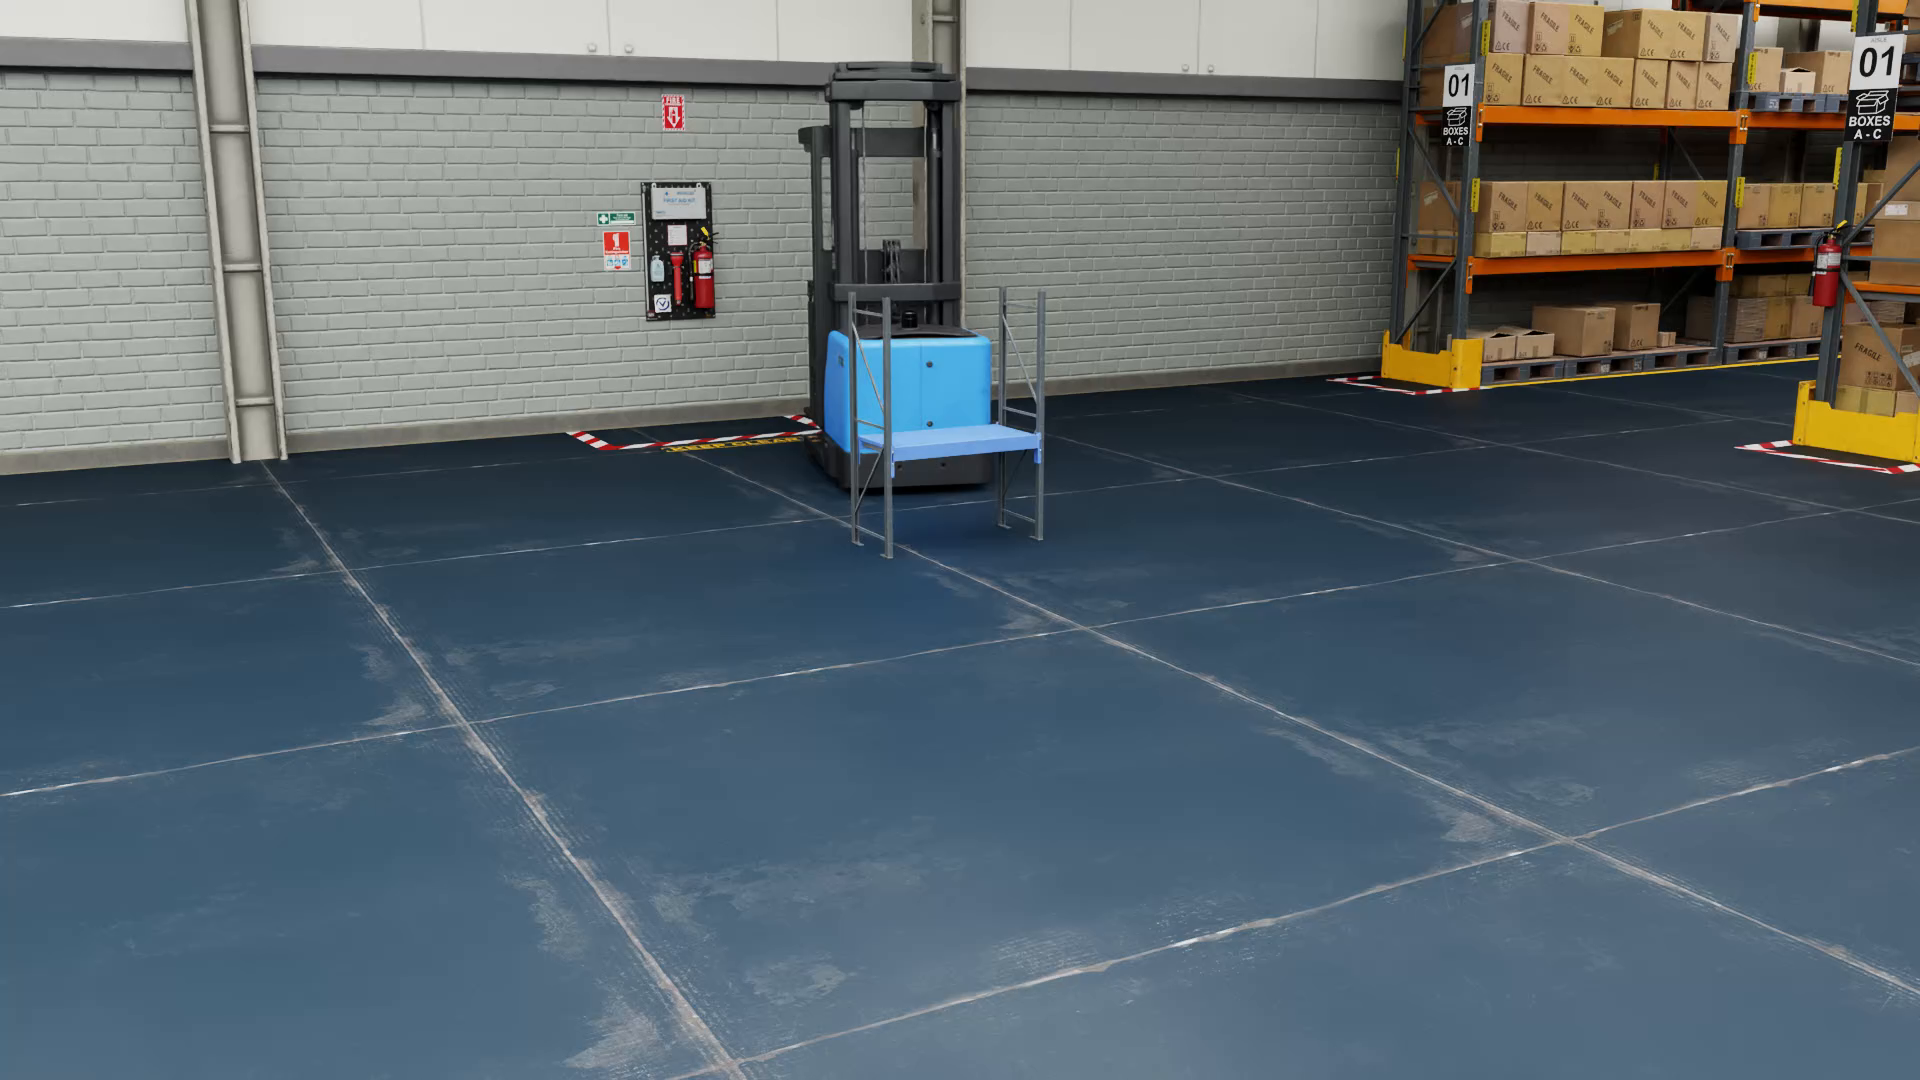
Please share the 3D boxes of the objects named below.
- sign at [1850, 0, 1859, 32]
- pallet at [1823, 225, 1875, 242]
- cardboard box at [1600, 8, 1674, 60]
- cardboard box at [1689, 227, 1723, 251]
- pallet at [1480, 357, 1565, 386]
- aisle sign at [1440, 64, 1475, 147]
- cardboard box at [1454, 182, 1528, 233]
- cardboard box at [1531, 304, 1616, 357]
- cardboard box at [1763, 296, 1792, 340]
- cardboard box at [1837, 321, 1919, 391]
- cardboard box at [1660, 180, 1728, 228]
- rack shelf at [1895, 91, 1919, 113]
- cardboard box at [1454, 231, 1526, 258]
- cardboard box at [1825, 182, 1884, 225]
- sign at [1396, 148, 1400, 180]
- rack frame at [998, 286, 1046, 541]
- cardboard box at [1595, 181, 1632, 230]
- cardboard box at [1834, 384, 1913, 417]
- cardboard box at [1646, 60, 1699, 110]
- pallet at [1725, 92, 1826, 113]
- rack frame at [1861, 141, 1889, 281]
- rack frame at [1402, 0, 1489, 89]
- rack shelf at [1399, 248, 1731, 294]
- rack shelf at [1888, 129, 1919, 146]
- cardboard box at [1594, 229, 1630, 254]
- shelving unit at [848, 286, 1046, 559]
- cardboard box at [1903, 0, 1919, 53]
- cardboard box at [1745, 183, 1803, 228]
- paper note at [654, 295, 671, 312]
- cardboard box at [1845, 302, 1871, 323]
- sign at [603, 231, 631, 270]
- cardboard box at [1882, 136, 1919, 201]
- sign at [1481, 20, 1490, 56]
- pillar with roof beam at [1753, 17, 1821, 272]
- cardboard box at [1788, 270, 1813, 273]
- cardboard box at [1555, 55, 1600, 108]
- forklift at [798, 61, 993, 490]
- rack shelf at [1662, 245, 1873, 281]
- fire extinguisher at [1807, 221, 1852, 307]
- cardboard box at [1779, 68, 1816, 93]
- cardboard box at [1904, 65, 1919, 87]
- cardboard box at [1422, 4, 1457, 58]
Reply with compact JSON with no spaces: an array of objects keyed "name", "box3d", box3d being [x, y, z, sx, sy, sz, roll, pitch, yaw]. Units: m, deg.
[{"name":"sign","box3d":[7.005,-4.130,12.961,0.005,0.325,0.100,-7,14,-28]},{"name":"pallet","box3d":[11.323,-3.774,20.484,1.003,0.211,1.213,-7,14,-28]},{"name":"cardboard box","box3d":[7.148,-5.330,17.581,0.500,0.500,0.500,-7,15,-30]},{"name":"cardboard box","box3d":[8.116,-3.371,18.551,0.500,0.250,0.500,-7,14,-28]},{"name":"pallet","box3d":[5.673,-1.848,17.839,1.213,0.211,1.003,-7,14,-28]},{"name":"aisle sign","box3d":[4.957,-4.324,16.572,0.004,0.787,0.394,-7,14,-28]},{"name":"cardboard box","box3d":[5.439,-3.416,17.045,0.500,0.500,0.500,-7,14,-28]},{"name":"cardboard box","box3d":[6.695,-2.300,18.187,0.500,0.500,0.700,-8,15,-31]},{"name":"cardboard box","box3d":[9.455,-2.682,19.887,0.500,0.500,0.700,-7,15,-29]},{"name":"cardboard box","box3d":[7.581,-1.510,13.587,0.500,0.500,0.500,-7,14,-28]},{"name":"cardboard box","box3d":[8.120,-3.735,18.464,0.500,0.500,0.500,-7,14,-28]},{"name":"rack shelf","box3d":[9.008,-3.490,13.592,4.000,0.370,1.077,-7,14,-28]},{"name":"cardboard box","box3d":[5.457,-3.048,17.118,0.500,0.250,0.500,-7,15,-29]},{"name":"cardboard box","box3d":[11.013,-4.111,20.315,0.500,0.500,0.700,-8,15,-33]},{"name":"sign","box3d":[4.628,-3.950,17.471,0.005,0.325,0.100,-7,14,-28]},{"name":"rack frame","box3d":[0.371,-0.776,10.142,0.032,1.500,0.500,-7,14,-28]},{"name":"cardboard box","box3d":[6.782,-3.576,17.756,0.500,0.500,0.500,-6,14,-26]},{"name":"cardboard box","box3d":[7.582,-1.144,13.667,0.500,0.250,0.500,-7,14,-28]},{"name":"cardboard box","box3d":[7.612,-4.913,18.002,0.500,0.500,0.500,-8,15,-33]},{"name":"pallet","box3d":[8.980,-4.959,18.906,1.003,0.211,1.213,-7,14,-28]},{"name":"rack frame","box3d":[11.898,-3.963,20.887,0.127,3.000,1.000,-7,14,-28]},{"name":"rack frame","box3d":[4.876,-6.048,16.489,0.127,3.000,1.000,-7,14,-28]},{"name":"rack shelf","box3d":[6.632,-2.981,18.162,4.000,0.370,1.077,-7,14,-28]},{"name":"rack shelf","box3d":[13.653,-5.286,21.572,4.000,0.370,1.077,-7,14,-28]},{"name":"cardboard box","box3d":[6.800,-3.211,17.841,0.500,0.250,0.500,-7,14,-27]},{"name":"shelving unit","box3d":[-0.075,-0.723,9.905,1.048,1.500,0.538,-7,14,-28]},{"name":"cardboard box","box3d":[7.759,-4.014,12.770,0.637,0.503,0.797,-6,14,-24]},{"name":"cardboard box","box3d":[9.344,-3.910,19.422,0.500,0.500,0.700,-5,14,-22]},{"name":"paper note","box3d":[-2.566,-2.043,14.362,0.142,0.148,0.016,-7,14,-28]},{"name":"cardboard box","box3d":[10.783,-2.841,20.591,0.500,0.500,0.700,-7,14,-28]},{"name":"sign","box3d":[-2.912,-2.457,14.114,0.234,0.329,0.001,-7,14,-28]},{"name":"cardboard box","box3d":[7.715,-2.901,12.986,0.500,0.500,0.700,-7,14,-28]},{"name":"sign","box3d":[5.136,-4.907,16.258,0.005,0.325,0.100,-7,14,-28]},{"name":"pillar with roof beam","box3d":[12.405,-6.090,16.675,0.400,9.000,9.100,-7,14,-28]},{"name":"cardboard box","box3d":[10.312,-3.135,20.193,0.500,0.250,0.500,-7,14,-28]},{"name":"cardboard box","box3d":[6.232,-4.736,17.214,0.500,0.500,0.500,-6,14,-25]},{"name":"forklift","box3d":[-0.604,-2.056,12.568,1.130,2.935,3.031,-3,13,-13]},{"name":"rack shelf","box3d":[10.142,-3.402,20.031,4.000,0.370,1.077,-7,14,-28]},{"name":"fire extinguisher","box3d":[6.927,-2.207,13.259,0.183,0.674,0.296,-7,14,-28]},{"name":"cardboard box","box3d":[9.446,-5.274,19.127,0.500,0.311,0.500,-6,14,-26]},{"name":"cardboard box","box3d":[12.288,-5.751,20.770,0.500,0.500,0.700,-8,15,-32]},{"name":"cardboard box","box3d":[5.129,-5.227,17.121,0.500,0.500,0.500,-6,14,-25]}]
